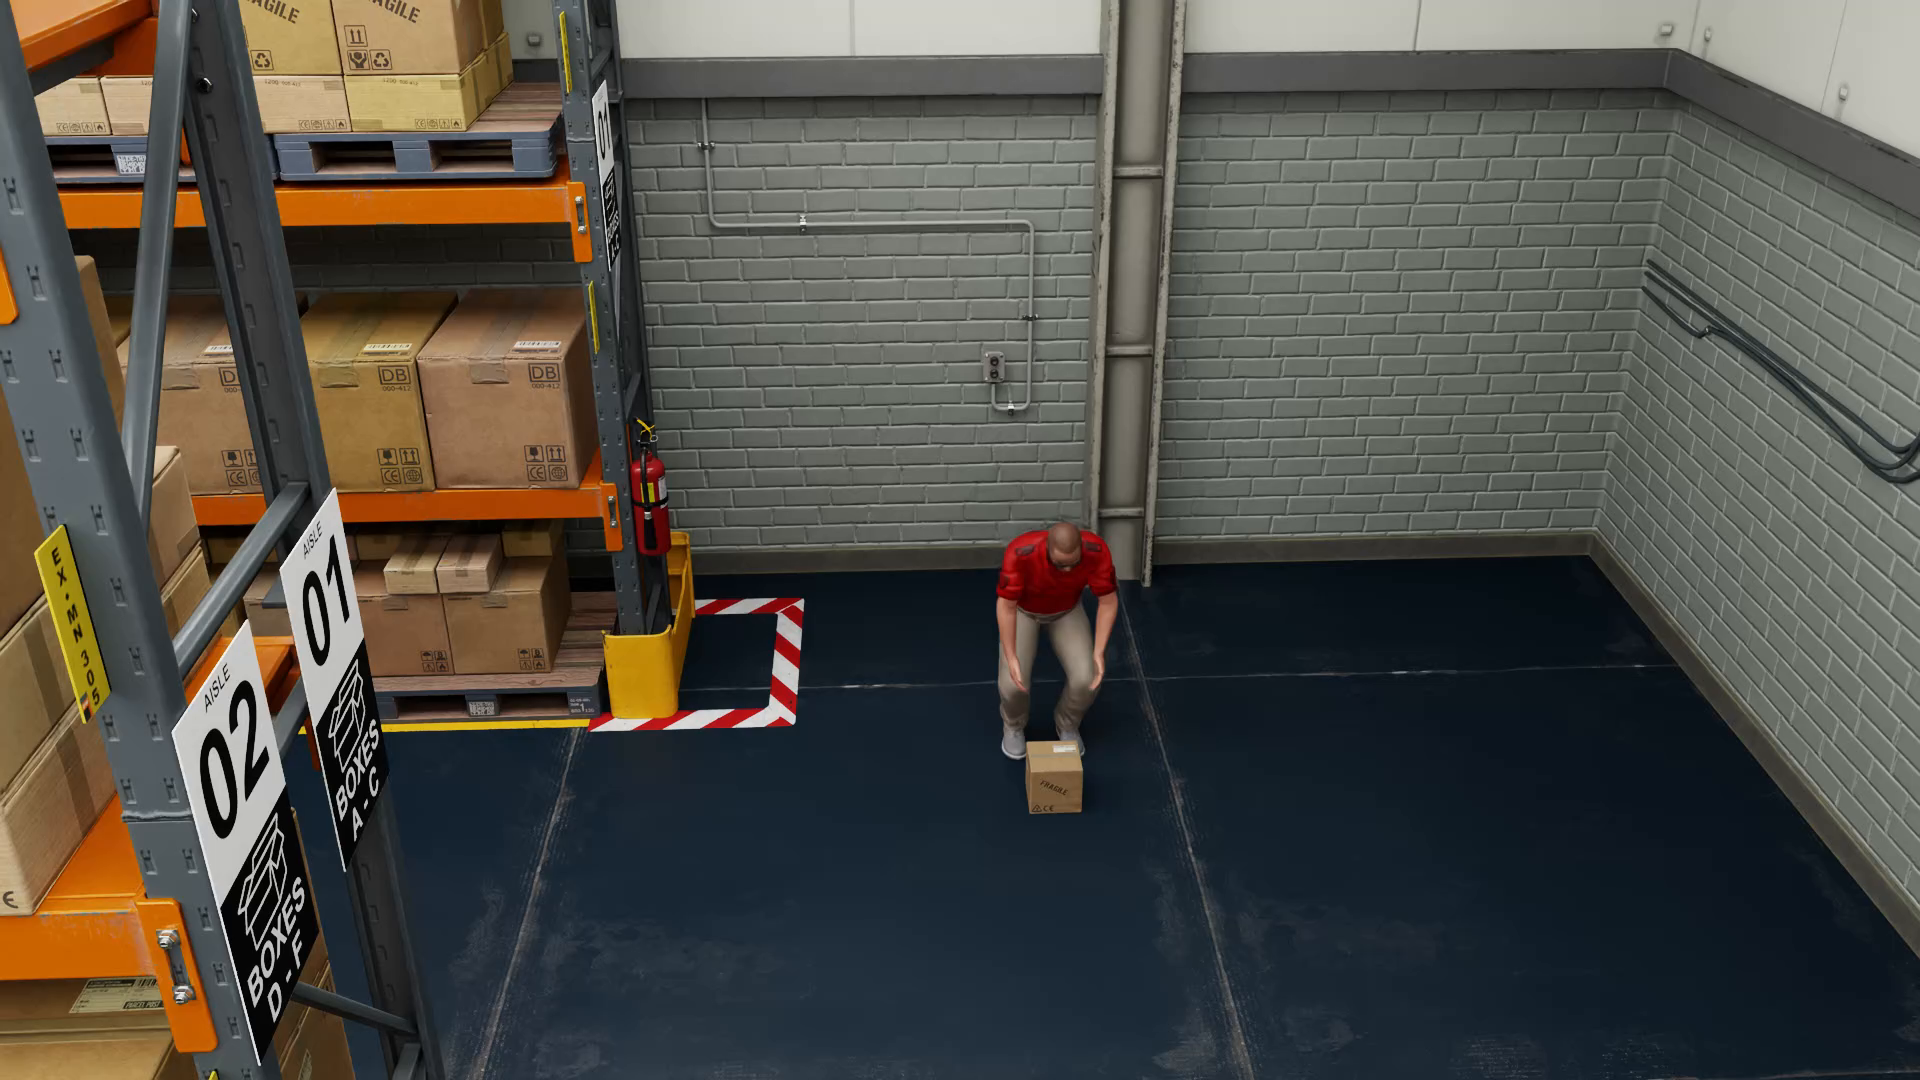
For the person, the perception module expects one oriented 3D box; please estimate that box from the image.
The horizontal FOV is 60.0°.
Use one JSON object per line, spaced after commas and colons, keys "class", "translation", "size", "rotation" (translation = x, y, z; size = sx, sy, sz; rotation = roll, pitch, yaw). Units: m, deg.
{"class": "person", "translation": [0.462, 0.433, 8.158], "size": [0.590, 1.409, 0.707], "rotation": [-1, 27, -2]}
